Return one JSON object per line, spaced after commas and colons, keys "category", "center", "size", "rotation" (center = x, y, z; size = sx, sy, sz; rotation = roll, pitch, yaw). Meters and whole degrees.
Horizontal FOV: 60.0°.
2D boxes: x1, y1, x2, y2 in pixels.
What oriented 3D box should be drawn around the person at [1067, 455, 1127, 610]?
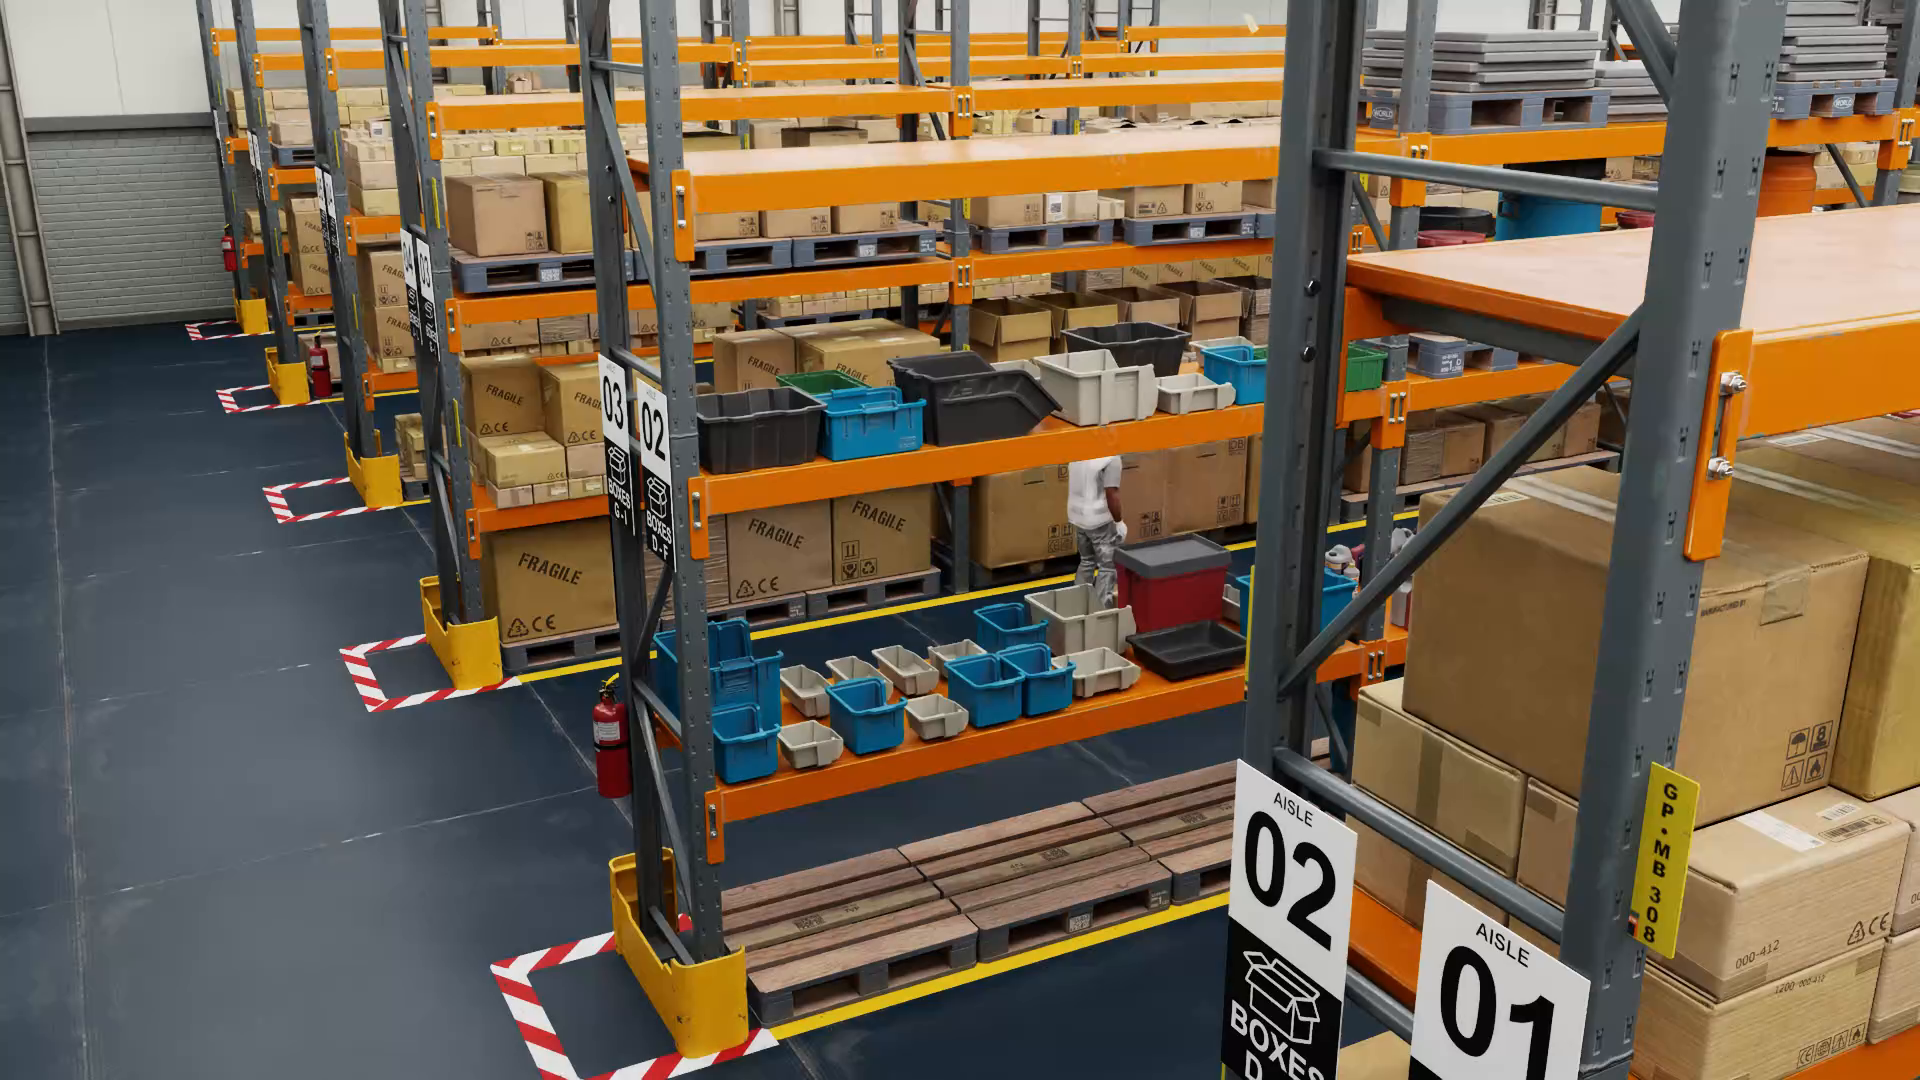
{"category": "person", "center": [1.088, -0.170, 13.059], "size": [0.452, 1.772, 0.615], "rotation": [-11, 21, -29]}
